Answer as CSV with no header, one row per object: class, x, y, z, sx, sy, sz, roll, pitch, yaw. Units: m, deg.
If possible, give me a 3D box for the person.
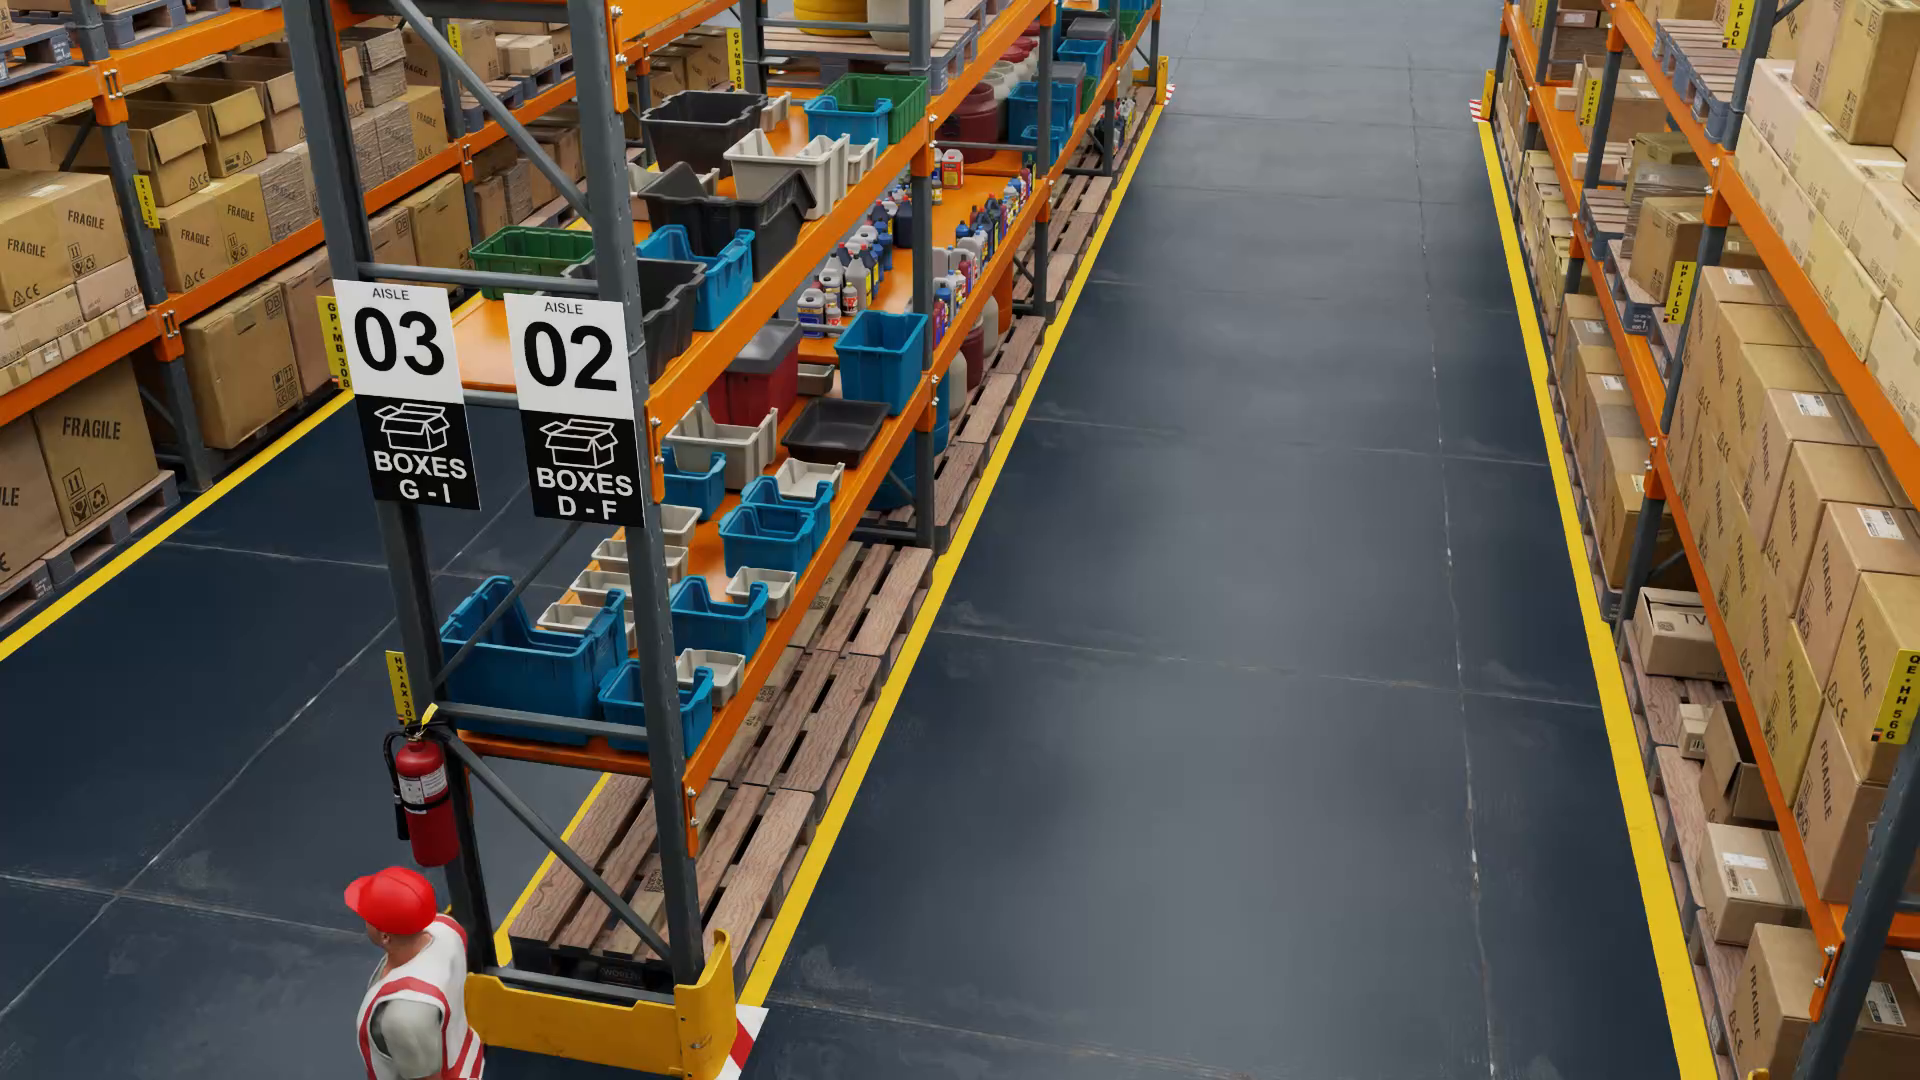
person,-1.776,1.783,5.312,0.783,1.799,0.588,1,29,1
